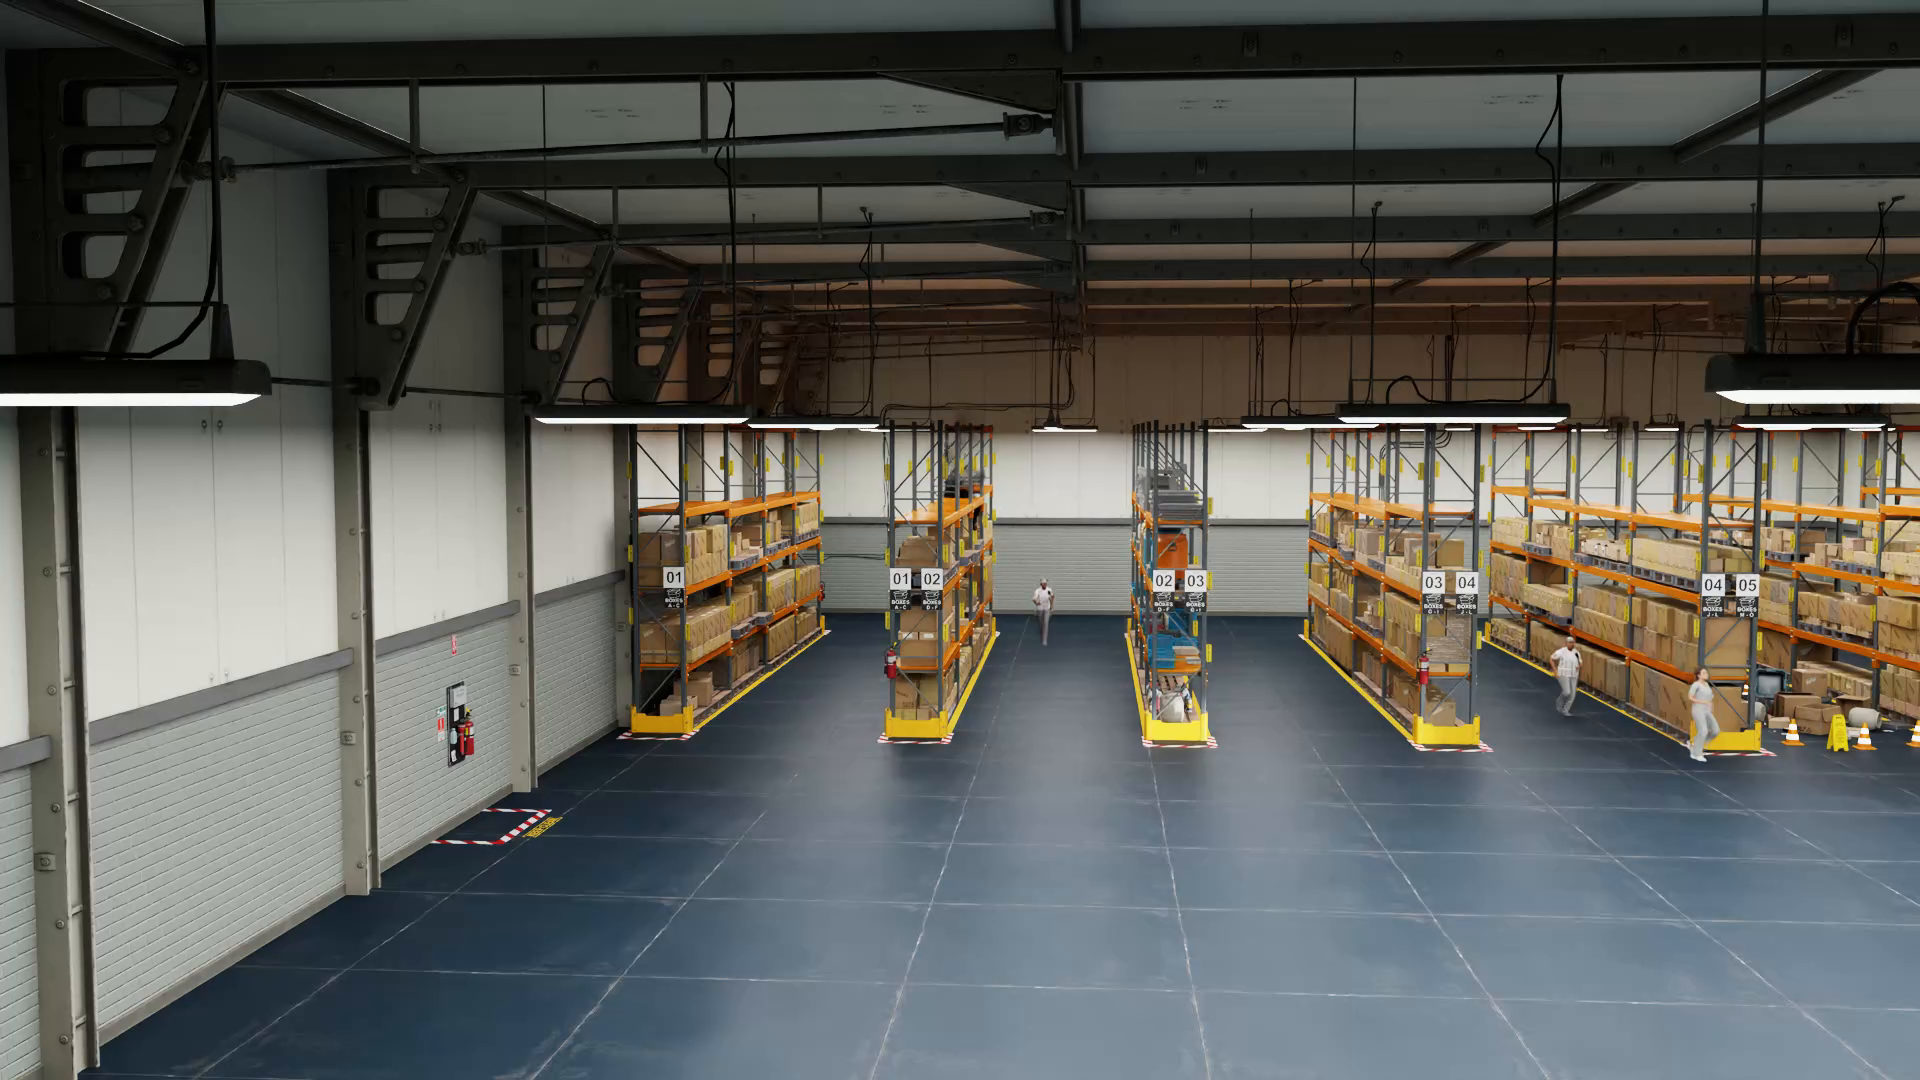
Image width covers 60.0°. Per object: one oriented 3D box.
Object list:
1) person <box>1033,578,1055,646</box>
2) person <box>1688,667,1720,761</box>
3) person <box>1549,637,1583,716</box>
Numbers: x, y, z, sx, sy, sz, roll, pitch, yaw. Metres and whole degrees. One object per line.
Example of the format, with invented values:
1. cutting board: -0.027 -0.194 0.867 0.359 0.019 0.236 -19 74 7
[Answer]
1. person: 2.194 1.859 43.524 0.586 1.735 0.797 0 4 -1
2. person: 13.093 3.065 29.242 0.587 1.662 0.515 -2 4 -33
3. person: 12.344 2.772 33.719 0.609 1.624 0.561 0 4 -7
